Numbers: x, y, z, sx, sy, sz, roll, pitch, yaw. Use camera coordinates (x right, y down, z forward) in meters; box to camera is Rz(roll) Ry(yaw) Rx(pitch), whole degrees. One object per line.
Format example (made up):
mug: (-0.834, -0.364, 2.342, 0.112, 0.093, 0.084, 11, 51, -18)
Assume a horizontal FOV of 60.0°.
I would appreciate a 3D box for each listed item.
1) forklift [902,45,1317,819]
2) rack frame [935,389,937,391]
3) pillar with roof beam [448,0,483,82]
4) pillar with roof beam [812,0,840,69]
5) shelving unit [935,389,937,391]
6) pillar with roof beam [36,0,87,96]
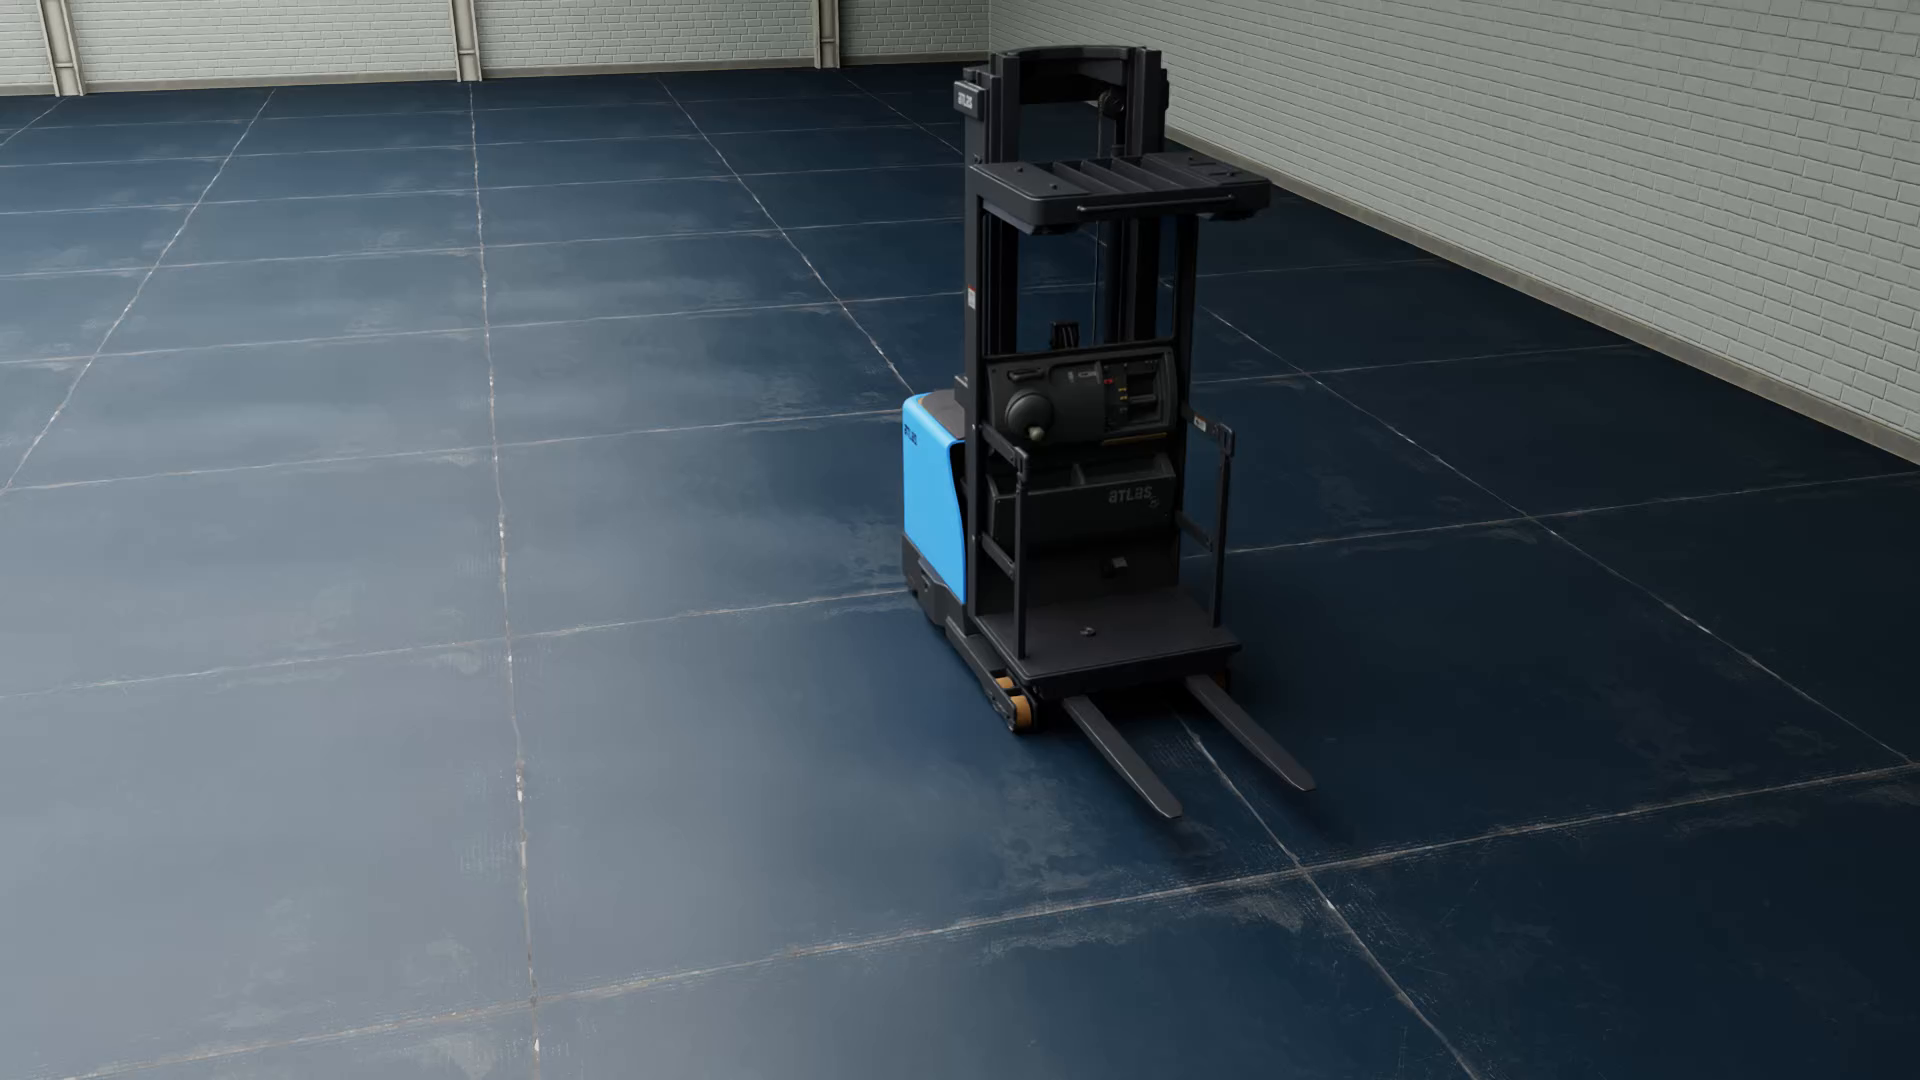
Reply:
forklift: (0.648, -0.644, 7.533, 1.130, 2.935, 3.031, -8, 24, -18)
rack frame: (-0.106, -0.402, 9.545, 0.006, 0.900, 0.240, -6, 24, -14)
pillar with roof beam: (-6.926, -10.092, 21.859, 0.400, 9.000, 9.100, -6, 24, -14)
pillar with roof beam: (-1.149, -10.732, 23.348, 0.400, 9.000, 9.100, -6, 24, -14)
shelving unit: (-0.008, -0.413, 9.571, 0.210, 0.900, 0.258, -6, 24, -14)
pillar with roof beam: (-12.702, -9.453, 20.370, 0.400, 9.000, 9.100, -6, 24, -14)
